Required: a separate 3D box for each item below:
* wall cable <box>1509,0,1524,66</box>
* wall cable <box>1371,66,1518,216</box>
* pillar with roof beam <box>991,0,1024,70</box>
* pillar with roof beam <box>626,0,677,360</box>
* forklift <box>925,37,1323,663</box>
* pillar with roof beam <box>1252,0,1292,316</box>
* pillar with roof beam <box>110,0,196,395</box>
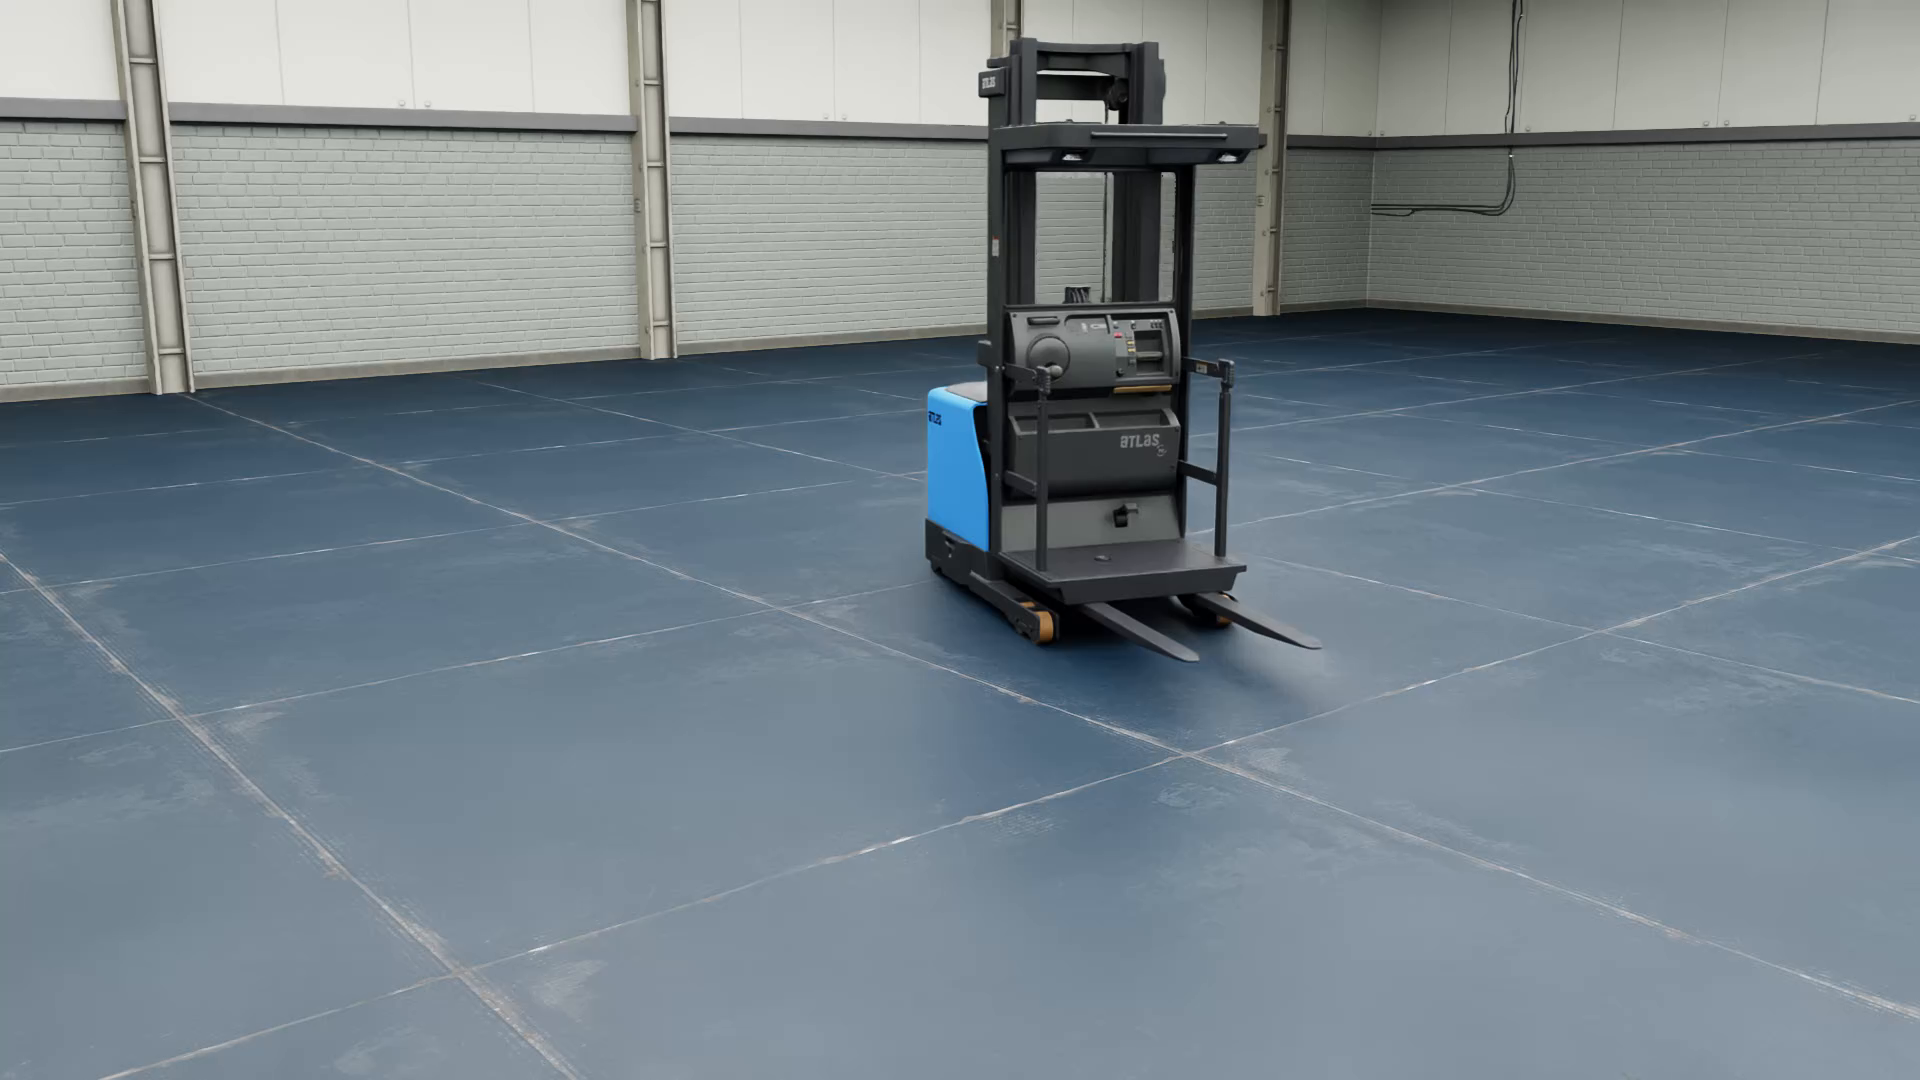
[{"bbox_3d":[10.205,-9.048,26.889,0.112,2.526,3.097,-9,15,-38],"label":"wall cable"},{"bbox_3d":[8.515,-7.016,29.480,0.112,2.526,3.097,-9,15,-38],"label":"wall cable"},{"bbox_3d":[3.393,-6.890,21.413,0.400,9.000,9.100,-9,15,-38],"label":"pillar with roof beam"},{"bbox_3d":[-1.292,-6.112,17.746,0.400,9.000,9.100,-9,15,-38],"label":"pillar with roof beam"},{"bbox_3d":[0.774,-1.016,8.356,1.130,2.935,3.031,-4,13,-19],"label":"forklift"},{"bbox_3d":[8.078,-7.669,25.079,0.400,9.000,9.100,-9,15,-38],"label":"pillar with roof beam"},{"bbox_3d":[-5.977,-5.333,14.080,0.400,9.000,9.100,-9,15,-38],"label":"pillar with roof beam"}]
